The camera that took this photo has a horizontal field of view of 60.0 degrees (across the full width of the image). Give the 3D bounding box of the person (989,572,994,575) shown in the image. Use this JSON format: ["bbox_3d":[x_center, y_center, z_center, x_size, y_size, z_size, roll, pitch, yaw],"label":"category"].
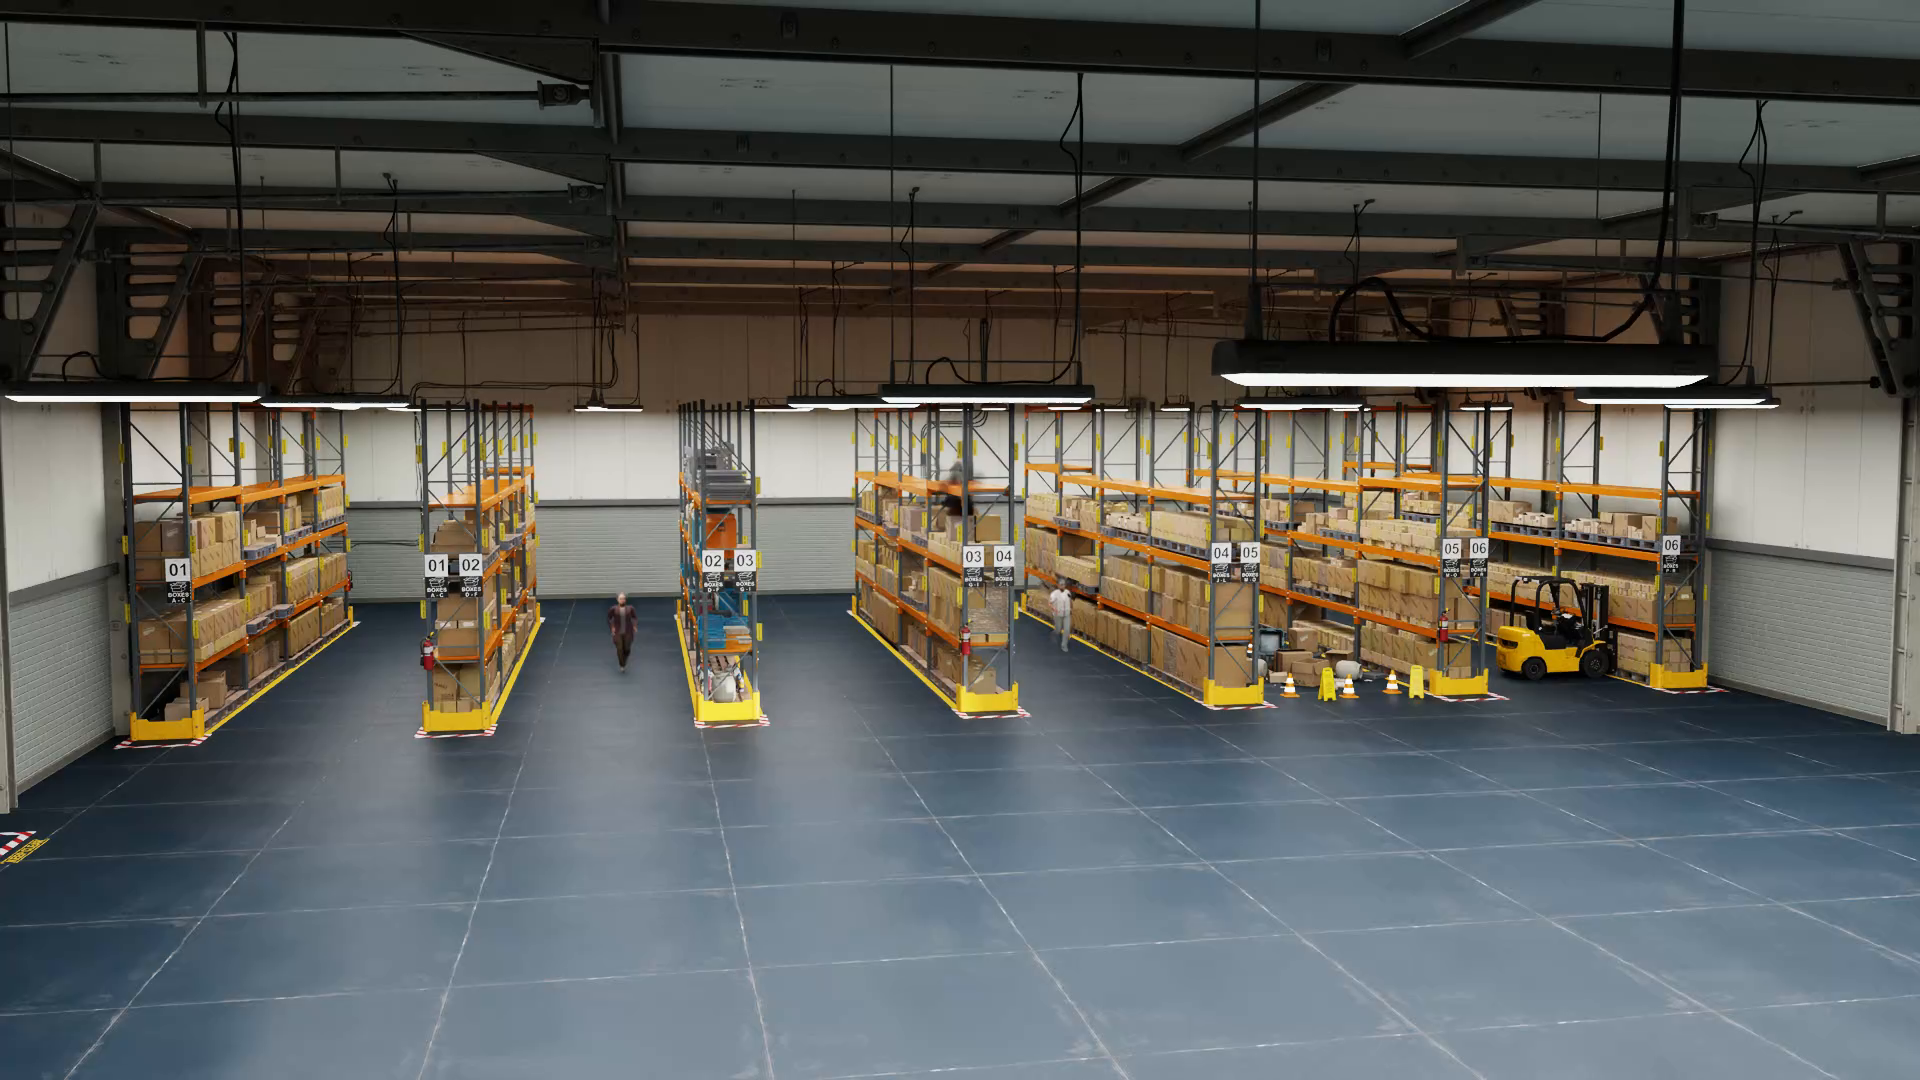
[{"bbox_3d":[0.739,1.227,48.970,0.655,1.597,0.523,2,5,28],"label":"person"}]

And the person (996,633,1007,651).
[{"bbox_3d":[0.912,1.825,40.293,0.700,1.719,0.625,-1,5,-18],"label":"person"}]

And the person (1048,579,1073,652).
[{"bbox_3d":[2.467,1.812,40.433,0.663,1.772,0.816,-1,4,-16],"label":"person"}]

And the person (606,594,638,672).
[{"bbox_3d":[-7.569,2.059,37.241,0.694,1.730,0.694,-1,4,-15],"label":"person"}]

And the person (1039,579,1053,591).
[{"bbox_3d":[2.691,1.116,49.929,0.802,1.725,0.667,-1,4,-8],"label":"person"}]
